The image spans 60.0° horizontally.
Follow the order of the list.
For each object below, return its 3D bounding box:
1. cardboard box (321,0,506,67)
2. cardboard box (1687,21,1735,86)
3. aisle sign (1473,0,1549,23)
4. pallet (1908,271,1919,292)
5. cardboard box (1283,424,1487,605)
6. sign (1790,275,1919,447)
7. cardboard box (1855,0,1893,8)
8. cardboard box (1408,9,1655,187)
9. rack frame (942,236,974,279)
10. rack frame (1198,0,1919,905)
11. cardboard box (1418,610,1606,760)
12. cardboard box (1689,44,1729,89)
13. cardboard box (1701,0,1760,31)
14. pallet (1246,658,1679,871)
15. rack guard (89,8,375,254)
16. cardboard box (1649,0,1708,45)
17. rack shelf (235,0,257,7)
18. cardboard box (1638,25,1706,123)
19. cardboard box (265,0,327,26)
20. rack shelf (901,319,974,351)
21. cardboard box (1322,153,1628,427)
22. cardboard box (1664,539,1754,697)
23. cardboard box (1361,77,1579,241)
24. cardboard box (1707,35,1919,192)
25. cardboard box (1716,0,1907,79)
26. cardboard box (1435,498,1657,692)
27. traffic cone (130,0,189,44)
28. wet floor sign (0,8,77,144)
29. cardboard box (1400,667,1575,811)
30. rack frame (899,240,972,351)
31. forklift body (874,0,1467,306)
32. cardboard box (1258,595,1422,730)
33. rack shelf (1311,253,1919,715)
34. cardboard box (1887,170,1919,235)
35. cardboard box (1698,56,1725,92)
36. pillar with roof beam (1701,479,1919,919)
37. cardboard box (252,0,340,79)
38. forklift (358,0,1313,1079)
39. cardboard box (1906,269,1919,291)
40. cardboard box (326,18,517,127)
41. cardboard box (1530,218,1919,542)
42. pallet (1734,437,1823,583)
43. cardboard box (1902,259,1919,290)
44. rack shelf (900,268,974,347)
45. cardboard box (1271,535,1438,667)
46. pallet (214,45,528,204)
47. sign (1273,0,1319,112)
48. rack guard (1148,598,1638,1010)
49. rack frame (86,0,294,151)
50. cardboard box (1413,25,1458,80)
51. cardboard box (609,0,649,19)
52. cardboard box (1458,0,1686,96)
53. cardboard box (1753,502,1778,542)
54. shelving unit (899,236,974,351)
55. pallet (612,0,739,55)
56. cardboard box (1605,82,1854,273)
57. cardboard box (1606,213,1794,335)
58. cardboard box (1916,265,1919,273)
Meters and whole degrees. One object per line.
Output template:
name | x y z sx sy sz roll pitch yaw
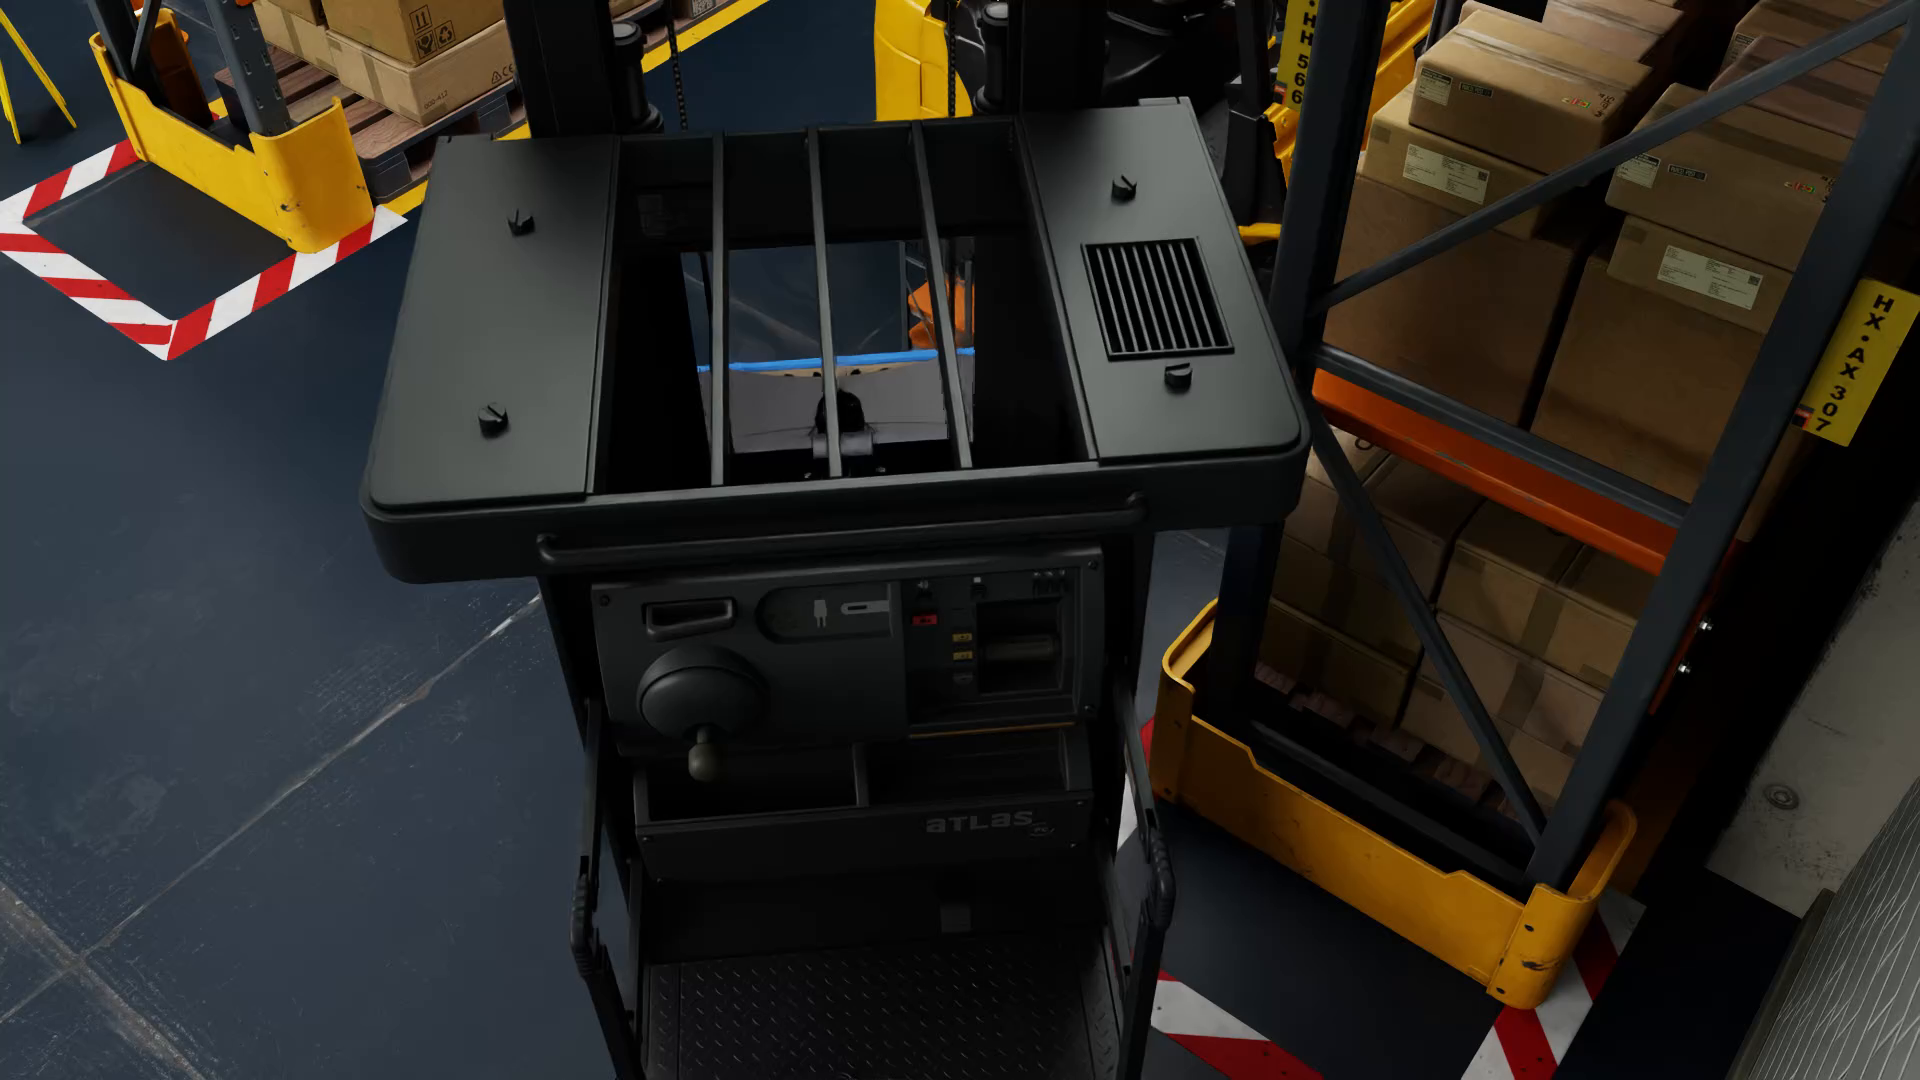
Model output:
cardboard box | -2.130 -2.219 6.388 0.500 0.500 0.500 28 52 24
cardboard box | 1.565 -1.218 3.821 0.380 0.149 0.250 29 53 25
aisle sign | 0.801 -1.210 2.533 0.394 0.787 0.004 29 53 25
pallet | 3.000 -1.109 6.163 1.003 0.211 1.213 29 53 25
cardboard box | 1.109 -0.161 4.249 0.500 0.250 0.500 31 54 26
sign | 1.510 -0.297 2.806 0.100 0.325 0.005 29 53 25
cardboard box | 1.948 -1.106 3.508 0.380 0.149 0.250 29 53 25
cardboard box | 1.126 -0.879 3.292 0.380 0.149 0.250 29 53 25
rack frame | 0.047 -0.459 4.858 0.240 1.200 0.006 29 53 25
rack frame | 1.074 -0.219 3.385 1.000 3.000 0.127 29 53 25
cardboard box | 1.526 0.235 4.216 0.500 0.250 0.500 30 53 26
cardboard box | 1.492 -0.944 4.009 0.500 0.500 0.500 31 54 26
cardboard box | 1.602 -1.305 3.699 0.380 0.149 0.250 30 53 25
pallet | 1.508 0.288 4.829 1.003 0.211 1.213 29 53 25
rack guard | -2.810 -1.592 6.425 1.175 0.500 0.348 29 53 25
cardboard box | 1.391 -1.195 3.594 0.380 0.149 0.250 30 53 26
rack shelf | -1.633 -3.308 6.833 1.077 0.370 4.000 29 53 25
cardboard box | 1.404 -1.081 3.691 0.380 0.149 0.250 30 53 26
cardboard box | -2.573 -2.440 6.599 0.500 0.500 0.500 30 53 25
rack shelf | -0.009 -0.541 4.667 0.258 0.103 0.180 29 53 25
cardboard box | 1.167 -0.652 3.729 0.500 0.500 0.500 28 52 24
cardboard box | 1.859 0.114 4.678 0.500 0.250 0.500 30 53 25
cardboard box | 1.064 -0.800 3.422 0.380 0.149 0.250 30 53 25
cardboard box | 1.661 -0.803 3.219 0.380 0.149 0.250 31 54 26
cardboard box | 1.785 -0.971 3.379 0.380 0.149 0.250 30 53 26
cardboard box | 1.518 0.049 4.049 0.500 0.250 0.500 28 53 24
traffic cone | -3.614 -2.352 7.177 0.336 0.463 0.334 29 53 25
wet floor sign | -3.819 -1.963 6.679 0.232 0.644 0.267 -25 51 -22
cardboard box | 1.529 0.391 4.414 0.500 0.250 0.500 29 53 25
rack frame | -0.065 -0.354 4.758 0.240 1.200 0.006 29 53 25
forklift body | 0.790 -1.818 5.499 2.313 2.155 1.214 29 53 25
cardboard box | 1.111 0.177 4.618 0.500 0.250 0.500 30 53 25
rack shelf | 2.297 -1.115 4.739 1.077 0.370 4.000 29 53 25
cardboard box | 1.898 -0.723 3.797 0.500 0.500 0.500 31 54 26
cardboard box | 1.748 -0.869 3.488 0.380 0.149 0.250 28 53 24
pillar with roof beam | -1.194 -4.195 3.034 9.100 9.000 0.400 29 53 25
cardboard box | -2.560 -2.202 6.890 0.500 0.250 0.500 29 53 25
forklift | -0.172 0.319 2.918 1.130 2.935 3.031 -4 46 -4
cardboard box | 3.080 -1.043 5.783 0.500 0.250 0.500 29 53 25
cardboard box | -2.144 -1.946 6.646 0.500 0.250 0.500 29 53 25
cardboard box | 1.597 -0.415 3.503 0.500 0.500 0.500 31 54 26
pallet | 2.255 -0.407 5.493 1.003 0.211 1.213 29 53 25
cardboard box | 2.772 -0.917 5.317 0.500 0.250 0.500 29 53 25
rack shelf | -0.009 -0.624 4.580 0.258 0.103 0.180 29 53 25
cardboard box | 1.124 -0.004 4.445 0.500 0.250 0.500 29 53 25
pallet | -2.285 -1.941 6.958 1.003 0.211 1.213 29 53 25
sign | 0.653 -0.949 3.118 0.100 0.325 0.005 29 53 25
rack guard | 1.059 0.658 4.276 1.175 0.500 0.348 29 53 25
rack frame | -2.856 -2.412 5.479 1.000 3.000 0.127 29 53 25
cardboard box | 1.197 -0.960 3.575 0.380 0.149 0.250 30 53 26
cardboard box | -1.502 -2.553 7.225 0.500 0.250 0.500 33 54 27
cardboard box | 1.252 -1.034 3.440 0.380 0.149 0.250 29 53 25
cardboard box | 2.160 -0.182 4.960 0.500 0.250 0.500 29 53 25
shelving unit | -0.009 -0.406 4.808 0.258 1.200 0.189 29 53 25
pallet | -1.539 -2.636 7.622 1.003 0.211 1.213 29 53 25
cardboard box | 1.448 -0.679 3.100 0.380 0.149 0.250 28 53 24
cardboard box | 1.487 -0.557 3.190 0.380 0.149 0.250 28 52 24
cardboard box | 3.085 -1.204 5.592 0.500 0.250 0.500 30 53 26
